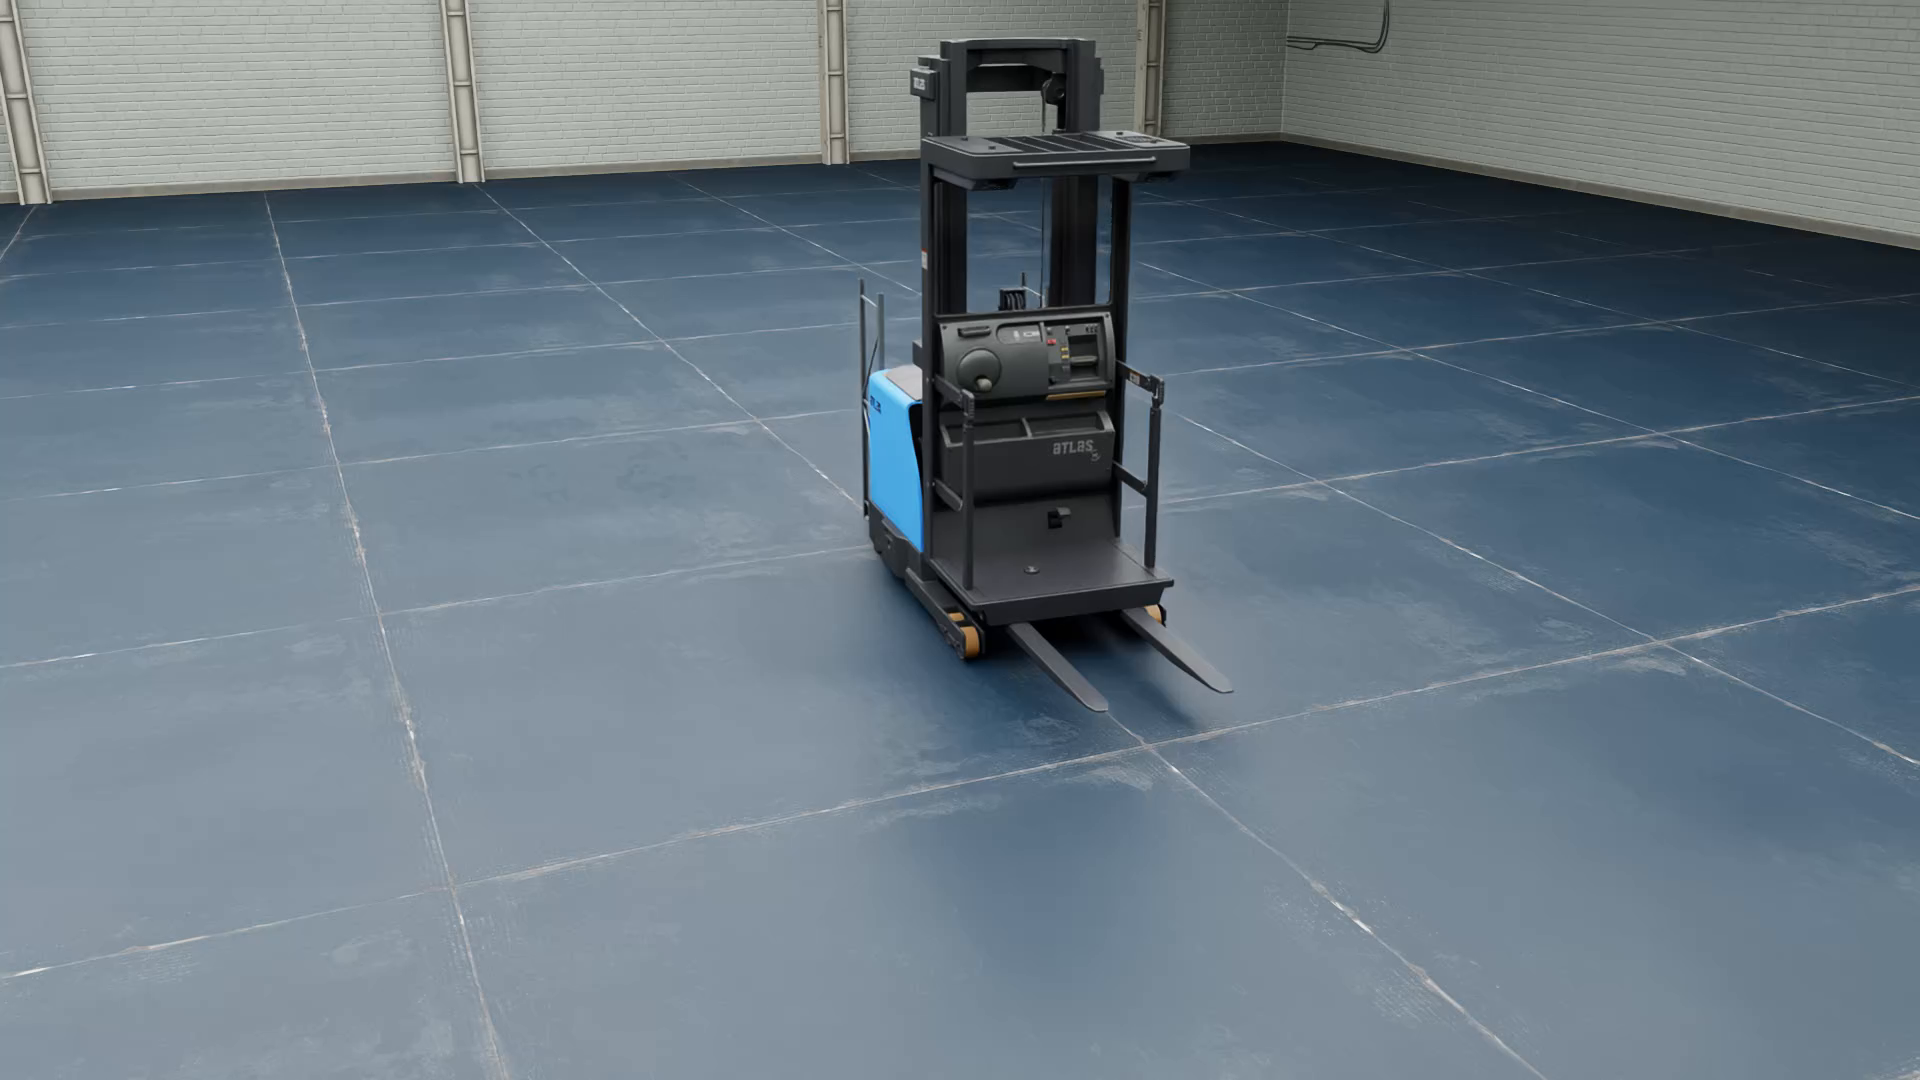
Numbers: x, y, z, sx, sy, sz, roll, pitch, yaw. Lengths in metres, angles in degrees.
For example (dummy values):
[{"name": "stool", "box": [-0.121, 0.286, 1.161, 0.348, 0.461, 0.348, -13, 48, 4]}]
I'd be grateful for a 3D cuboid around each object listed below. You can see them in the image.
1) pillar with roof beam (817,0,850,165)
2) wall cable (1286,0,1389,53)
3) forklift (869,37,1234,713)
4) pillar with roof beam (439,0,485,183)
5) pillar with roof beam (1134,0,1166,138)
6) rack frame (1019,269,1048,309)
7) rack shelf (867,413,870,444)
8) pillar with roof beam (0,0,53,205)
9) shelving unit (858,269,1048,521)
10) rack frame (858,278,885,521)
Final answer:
[{"name": "pillar with roof beam", "box": [-0.397, -9.304, 22.896, 0.400, 9.000, 9.100, -8, 21, -22]}, {"name": "wall cable", "box": [6.636, -9.926, 29.337, 0.112, 2.526, 3.097, -8, 21, -22]}, {"name": "forklift", "box": [0.420, -0.937, 8.270, 1.130, 2.935, 3.031, -6, 20, -18]}, {"name": "pillar with roof beam", "box": [-5.906, -8.514, 20.654, 0.400, 9.000, 9.100, -8, 21, -22]}, {"name": "pillar with roof beam", "box": [5.112, -10.093, 25.138, 0.400, 9.000, 9.100, -8, 21, -22]}, {"name": "rack frame", "box": [0.450, -0.879, 10.260, 0.032, 1.500, 0.500, -6, 20, -16]}, {"name": "rack shelf", "box": [-0.037, -0.661, 10.182, 1.000, 0.185, 0.538, -6, 20, -16]}, {"name": "pillar with roof beam", "box": [-11.416, -7.725, 18.413, 0.400, 9.000, 9.100, -8, 21, -22]}, {"name": "shelving unit", "box": [-0.037, -0.830, 10.122, 1.048, 1.500, 0.538, -6, 20, -16]}, {"name": "rack frame", "box": [-0.524, -0.782, 9.984, 0.032, 1.500, 0.500, -6, 20, -16]}]
